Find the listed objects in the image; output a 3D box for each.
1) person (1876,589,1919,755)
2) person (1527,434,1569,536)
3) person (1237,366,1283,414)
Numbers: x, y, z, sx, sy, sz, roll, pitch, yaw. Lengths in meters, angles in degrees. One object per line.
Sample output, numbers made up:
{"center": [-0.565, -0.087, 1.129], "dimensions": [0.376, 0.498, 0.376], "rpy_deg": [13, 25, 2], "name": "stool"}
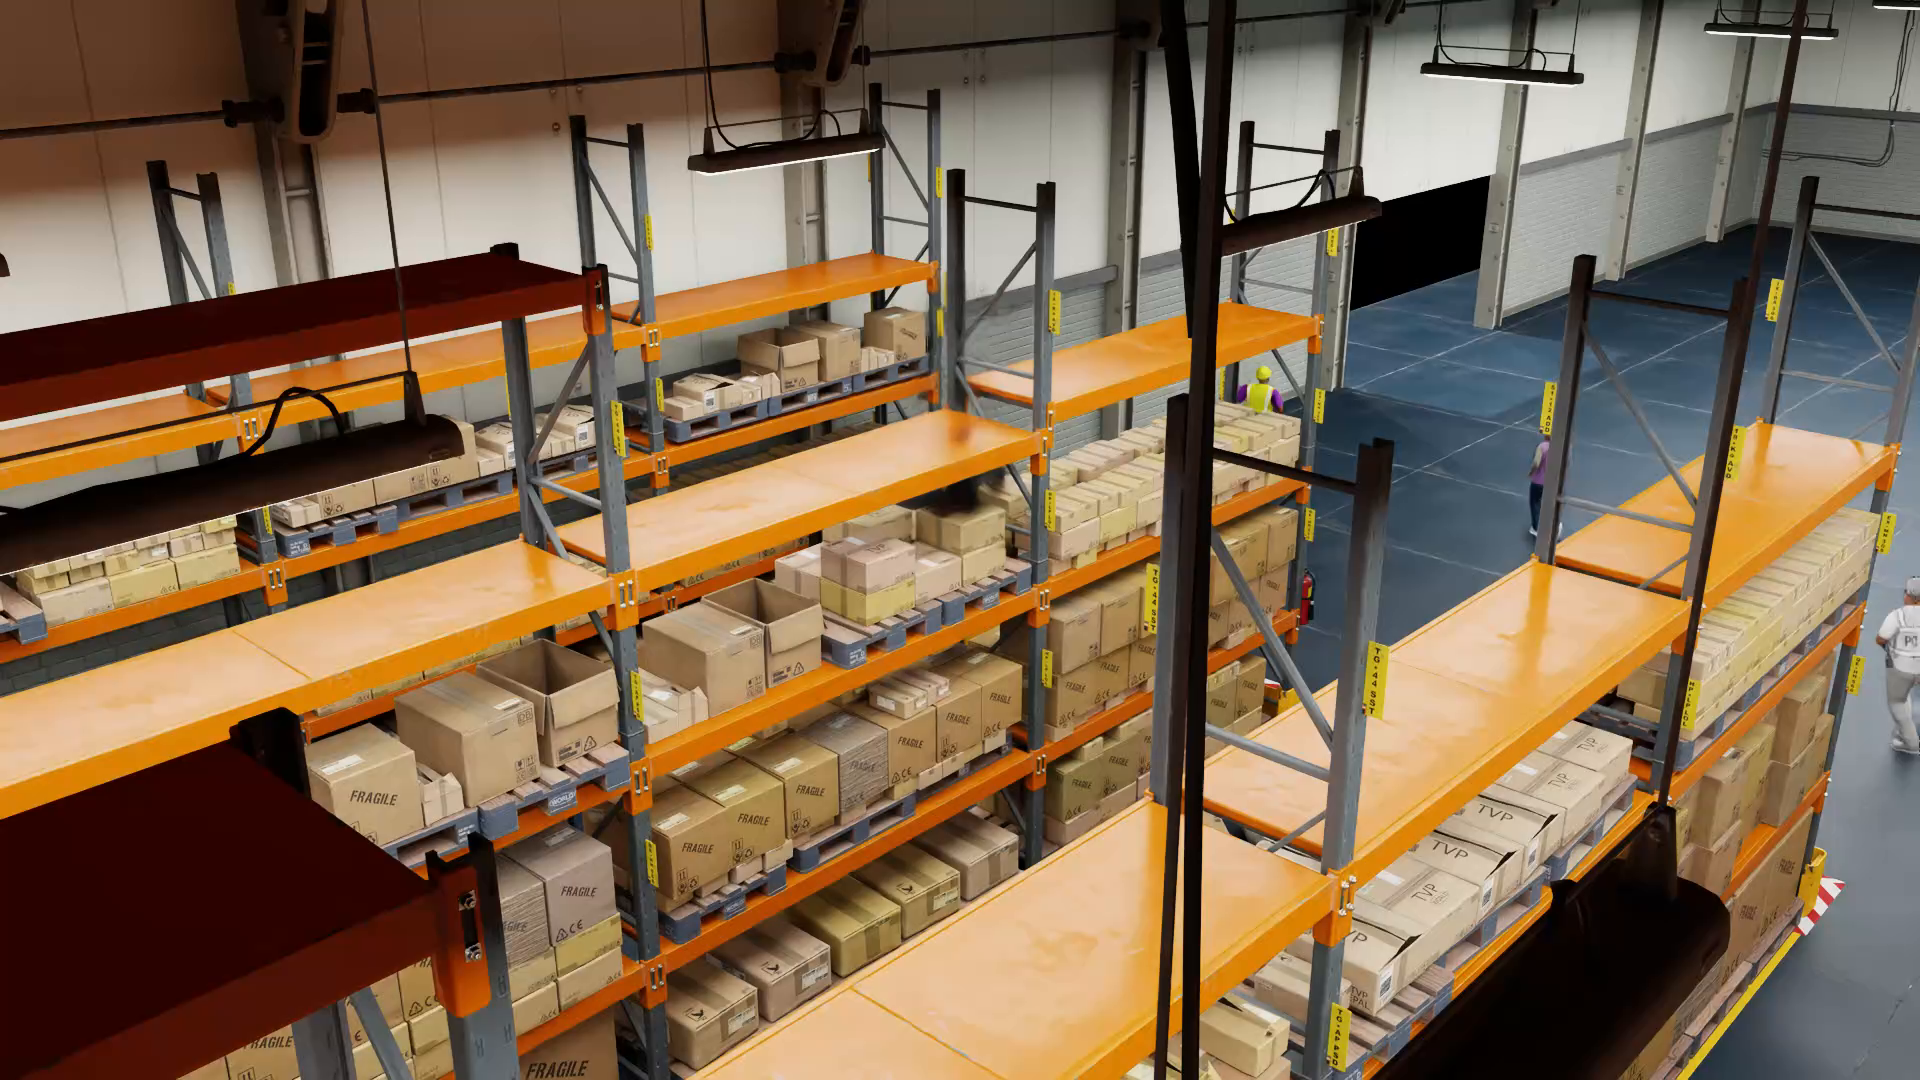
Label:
{"center": [9.381, 1.238, 16.458], "dimensions": [0.701, 1.678, 0.784], "rpy_deg": [-1, 21, -3], "name": "person"}
{"center": [7.693, -0.753, 21.810], "dimensions": [0.542, 1.559, 0.625], "rpy_deg": [-3, 21, -9], "name": "person"}
{"center": [4.275, -1.616, 23.813], "dimensions": [0.727, 1.750, 0.885], "rpy_deg": [12, 24, 29], "name": "person"}
